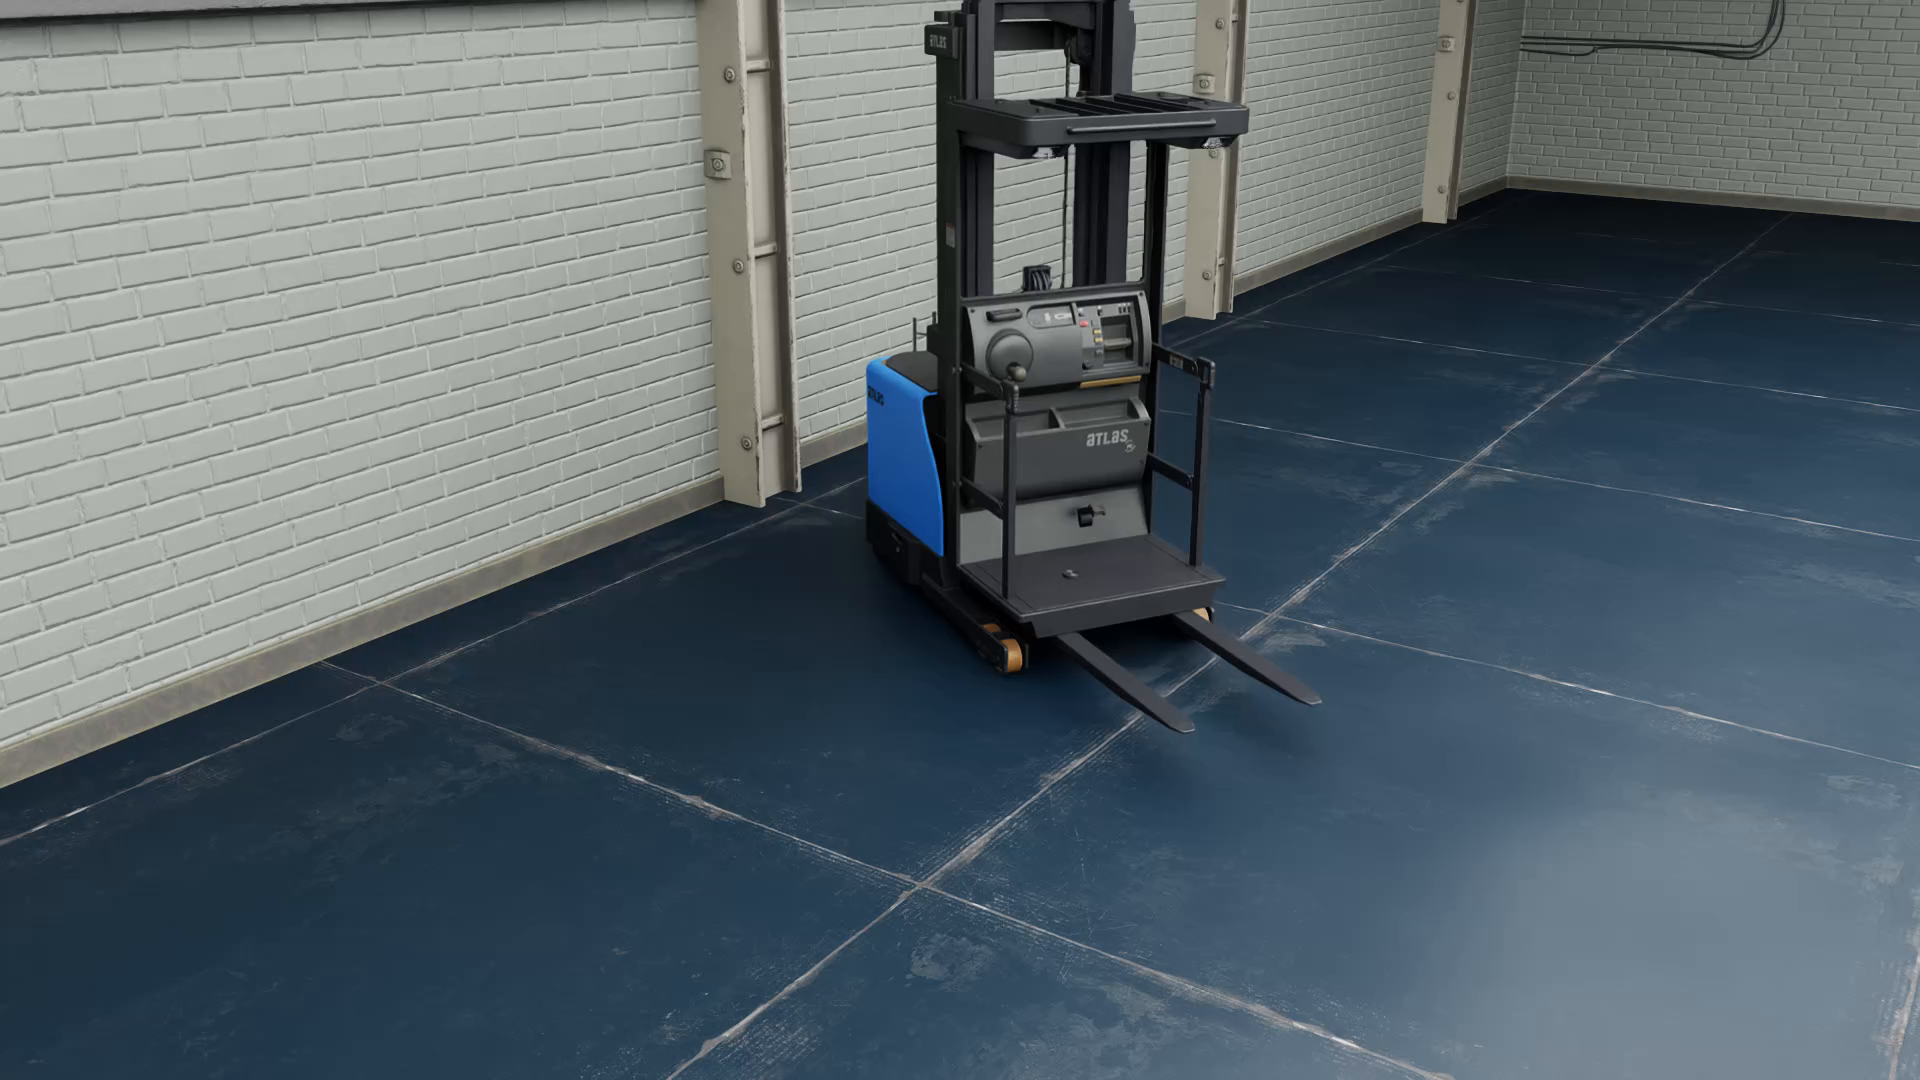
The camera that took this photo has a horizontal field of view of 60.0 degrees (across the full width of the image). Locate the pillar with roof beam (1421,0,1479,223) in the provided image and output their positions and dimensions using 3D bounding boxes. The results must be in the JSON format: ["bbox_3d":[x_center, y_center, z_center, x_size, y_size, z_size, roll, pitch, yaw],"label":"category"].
[{"bbox_3d":[9.113,-7.100,15.488,9.100,9.000,0.400,13,24,32],"label":"pillar with roof beam"}]

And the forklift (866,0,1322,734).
[{"bbox_3d":[0.558,-0.930,7.555,1.130,2.935,3.031,-9,22,-23],"label":"forklift"}]

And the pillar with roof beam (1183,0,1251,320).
[{"bbox_3d":[5.740,-5.378,10.834,9.100,9.000,0.400,13,24,32],"label":"pillar with roof beam"}]

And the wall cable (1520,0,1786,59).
[{"bbox_3d":[8.302,-7.071,19.884,3.097,2.526,0.112,13,24,32],"label":"wall cable"}]

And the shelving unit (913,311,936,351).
[{"bbox_3d":[-0.105,-0.656,9.310,0.258,1.200,0.189,14,24,33],"label":"shelving unit"}]

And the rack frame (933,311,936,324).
[{"bbox_3d":[-0.052,-0.682,9.380,0.240,1.200,0.006,14,24,33],"label":"rack frame"}]

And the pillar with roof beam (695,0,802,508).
[{"bbox_3d":[2.367,-3.657,6.180,9.100,9.000,0.400,13,24,32],"label":"pillar with roof beam"}]

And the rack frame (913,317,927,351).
[{"bbox_3d":[-0.158,-0.631,9.240,0.240,1.200,0.006,14,24,33],"label":"rack frame"}]
